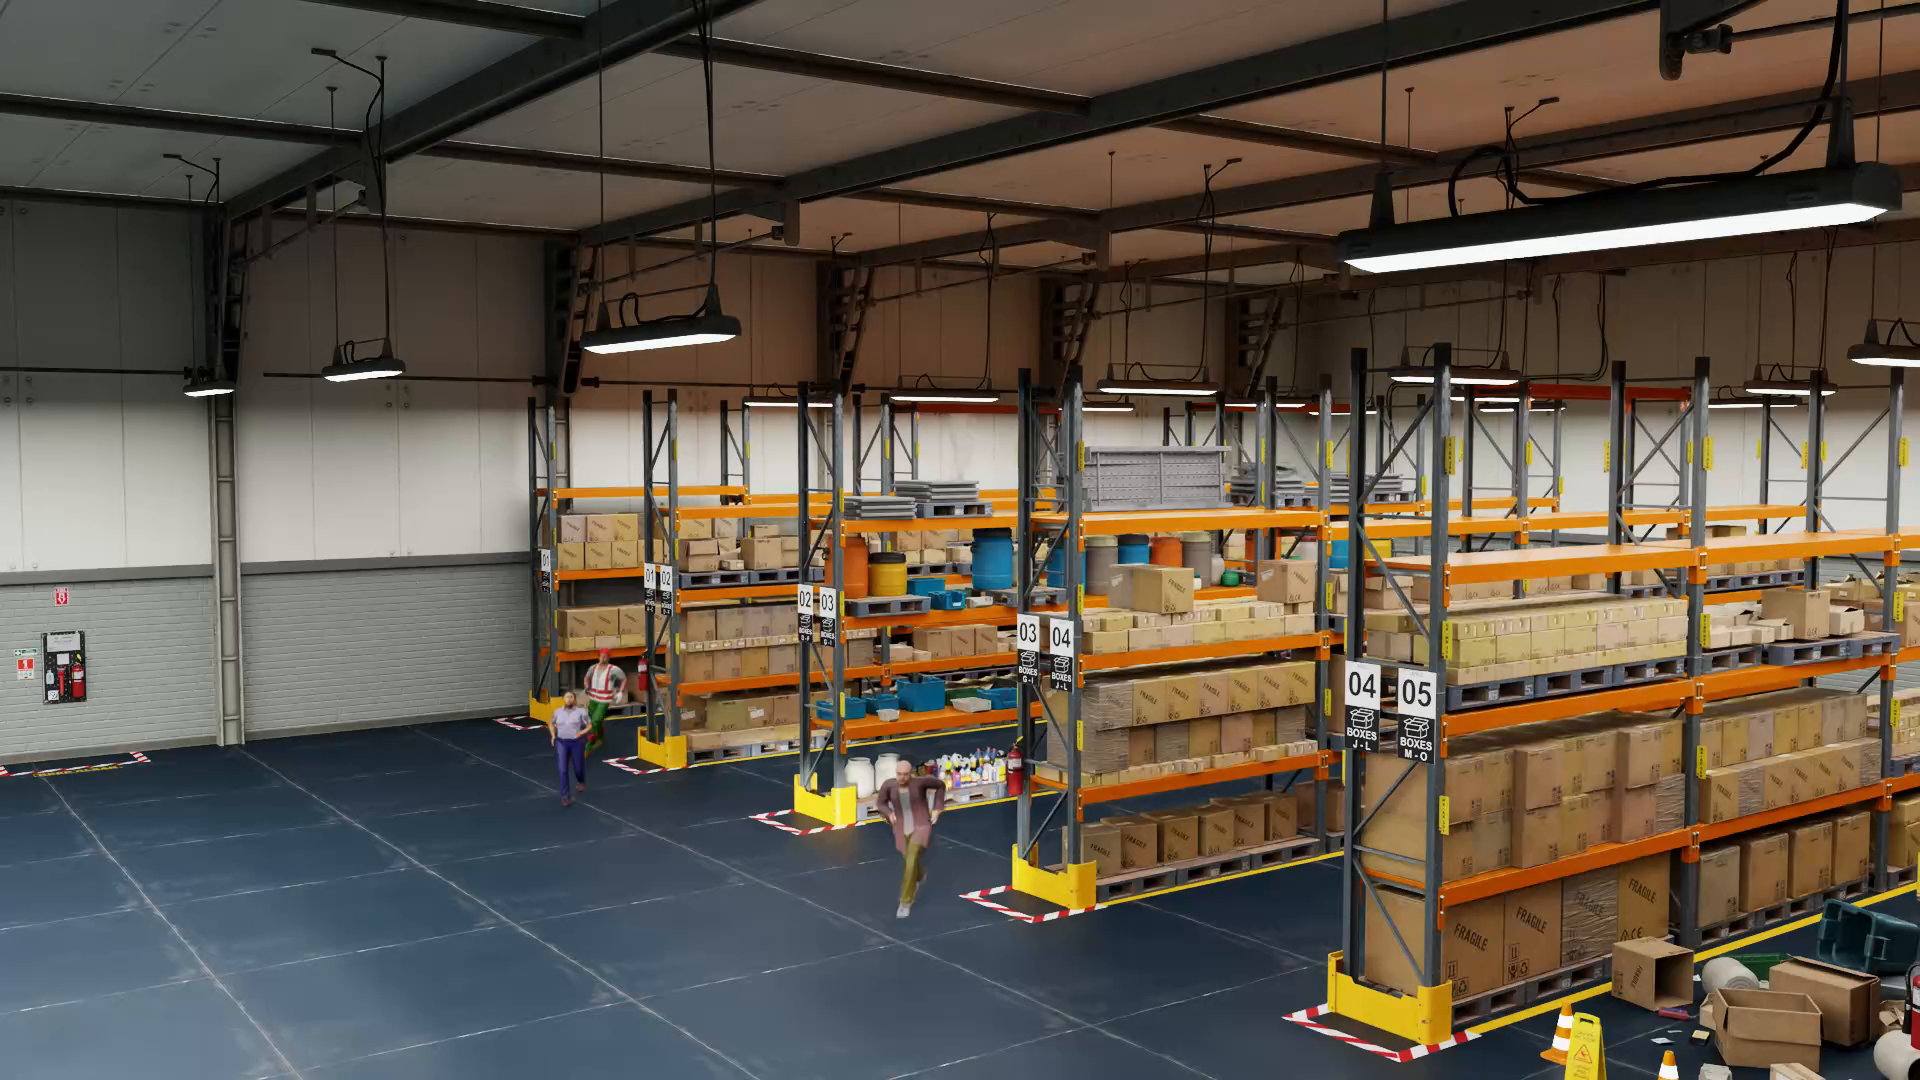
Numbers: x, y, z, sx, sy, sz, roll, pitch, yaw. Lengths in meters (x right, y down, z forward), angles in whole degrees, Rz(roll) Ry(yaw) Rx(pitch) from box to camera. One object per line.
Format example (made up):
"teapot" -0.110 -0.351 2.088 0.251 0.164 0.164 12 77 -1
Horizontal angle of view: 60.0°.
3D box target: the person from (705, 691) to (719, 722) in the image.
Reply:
"person" -4.380 2.576 29.936 0.587 1.669 0.895 3 5 42

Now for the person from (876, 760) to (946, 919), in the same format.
"person" -0.516 3.254 18.443 0.753 1.765 1.056 1 3 12

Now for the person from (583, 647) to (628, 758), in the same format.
"person" -5.910 2.652 27.330 0.721 1.779 0.946 1 4 23

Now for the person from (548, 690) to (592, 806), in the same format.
"person" -5.591 2.959 23.838 0.629 1.598 0.767 0 3 -6
